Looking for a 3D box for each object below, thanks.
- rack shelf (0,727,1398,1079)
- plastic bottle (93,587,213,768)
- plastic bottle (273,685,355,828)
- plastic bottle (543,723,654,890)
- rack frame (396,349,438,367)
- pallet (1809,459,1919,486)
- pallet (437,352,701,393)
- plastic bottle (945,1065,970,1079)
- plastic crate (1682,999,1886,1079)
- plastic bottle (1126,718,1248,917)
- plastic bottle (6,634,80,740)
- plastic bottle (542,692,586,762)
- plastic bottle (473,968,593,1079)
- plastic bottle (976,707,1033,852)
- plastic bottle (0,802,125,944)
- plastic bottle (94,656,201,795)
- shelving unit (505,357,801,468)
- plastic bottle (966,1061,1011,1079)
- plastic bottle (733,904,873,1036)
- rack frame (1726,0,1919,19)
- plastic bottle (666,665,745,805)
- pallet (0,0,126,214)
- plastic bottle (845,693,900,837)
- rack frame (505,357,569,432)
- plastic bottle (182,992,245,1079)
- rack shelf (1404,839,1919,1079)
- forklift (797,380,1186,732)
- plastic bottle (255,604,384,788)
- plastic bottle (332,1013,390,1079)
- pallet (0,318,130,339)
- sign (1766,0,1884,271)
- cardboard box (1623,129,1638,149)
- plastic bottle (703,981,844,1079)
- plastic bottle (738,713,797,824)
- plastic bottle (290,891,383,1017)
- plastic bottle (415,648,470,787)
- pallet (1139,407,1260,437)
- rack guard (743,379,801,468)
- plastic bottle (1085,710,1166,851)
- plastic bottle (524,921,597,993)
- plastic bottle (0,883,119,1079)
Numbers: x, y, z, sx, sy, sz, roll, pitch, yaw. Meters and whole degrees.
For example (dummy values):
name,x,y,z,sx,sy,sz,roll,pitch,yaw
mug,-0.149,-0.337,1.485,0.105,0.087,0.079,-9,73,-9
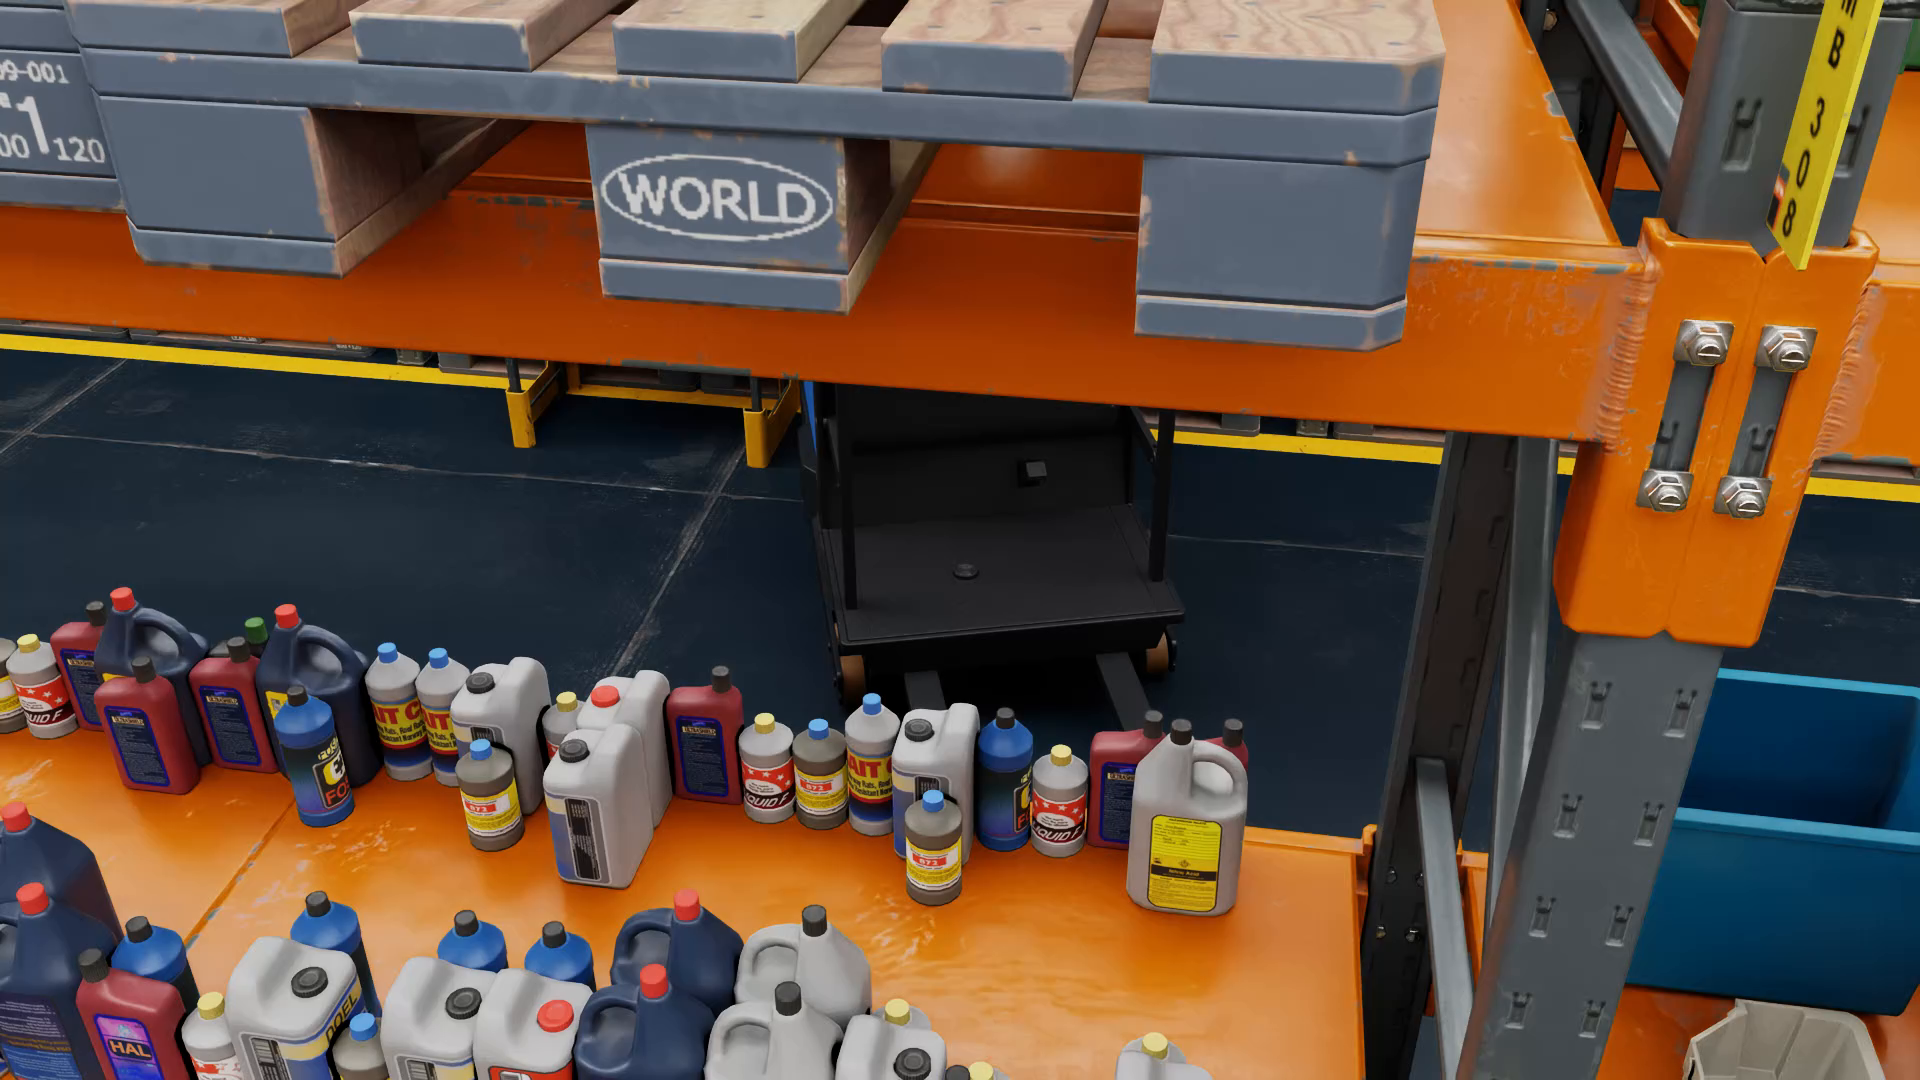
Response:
name,x,y,z,sx,sy,sz,roll,pitch,yaw
rack shelf,-1.260,0.757,2.892,4.000,0.370,1.077,5,32,8
plastic bottle,-1.485,0.245,3.077,0.185,0.351,0.144,5,32,8
plastic bottle,-1.148,0.375,2.946,0.097,0.271,0.097,0,32,0
plastic bottle,-0.619,0.439,2.838,0.135,0.276,0.152,5,32,8
rack frame,-2.395,-2.317,7.124,0.127,3.000,1.000,5,32,8
pallet,3.431,-0.608,7.023,1.213,0.211,1.003,5,32,8
pallet,-1.665,-1.048,7.726,1.213,0.211,1.003,5,32,8
plastic bottle,0.033,0.817,2.227,0.133,0.283,0.061,5,32,8
plastic crate,1.146,0.833,2.284,0.243,0.136,0.396,5,32,8
plastic bottle,0.379,0.447,2.755,0.185,0.351,0.144,5,32,8
plastic bottle,-1.751,0.272,3.176,0.097,0.201,0.097,0,32,0
plastic bottle,-0.703,0.367,3.024,0.097,0.201,0.097,0,32,0
plastic bottle,-0.589,0.739,2.359,0.135,0.276,0.152,5,32,8
plastic bottle,0.077,0.408,2.892,0.097,0.271,0.097,0,32,0
plastic bottle,-1.443,0.551,2.590,0.185,0.351,0.144,5,32,8
plastic bottle,-1.477,0.330,3.006,0.133,0.283,0.061,5,32,8
shelving unit,-1.266,-1.125,6.634,1.083,1.500,0.587,5,32,8
plastic bottle,0.028,0.809,2.318,0.097,0.201,0.097,0,32,0
plastic bottle,-0.226,0.665,2.407,0.185,0.351,0.144,5,32,8
rack frame,0.711,-1.912,0.824,0.127,3.000,1.000,5,32,8
plastic bottle,-0.454,0.345,2.982,0.133,0.283,0.061,5,32,8
pallet,-1.196,-0.679,1.859,1.213,0.211,1.003,5,32,8
plastic bottle,-0.151,0.387,2.926,0.097,0.271,0.097,0,32,0
rack frame,-1.776,-1.171,6.707,0.032,1.500,0.500,5,32,8
plastic bottle,-1.069,0.742,2.424,0.097,0.201,0.097,0,32,0
rack shelf,2.683,1.114,2.321,4.000,0.370,1.077,5,32,8
forklift,0.100,-0.913,4.946,1.130,2.935,3.031,-5,32,-8
plastic bottle,-1.171,0.274,3.032,0.185,0.351,0.144,5,32,8
plastic bottle,-0.840,0.763,2.391,0.097,0.201,0.097,0,32,0
pallet,-4.399,-1.339,8.190,1.213,0.211,1.003,5,32,8
sign,0.617,-0.357,1.158,0.005,0.325,0.100,5,32,8
cardboard box,2.510,-1.770,6.157,0.500,0.500,0.500,6,32,9
plastic bottle,-0.250,0.741,2.286,0.185,0.351,0.144,5,32,8
plastic bottle,-0.343,0.399,2.972,0.097,0.201,0.097,0,32,0
plastic bottle,-0.948,0.642,2.519,0.097,0.271,0.097,0,32,0
plastic bottle,-0.932,0.316,3.038,0.097,0.271,0.097,0,32,0
pallet,0.740,-0.831,7.378,1.213,0.211,1.003,5,32,8
rack guard,-0.774,-0.551,6.895,0.087,0.250,0.587,5,32,8
plastic bottle,0.290,0.412,2.874,0.133,0.283,0.061,5,32,8
plastic bottle,-0.586,0.674,2.467,0.097,0.271,0.097,0,32,0
plastic bottle,-1.336,0.642,2.443,0.185,0.351,0.144,5,32,8
